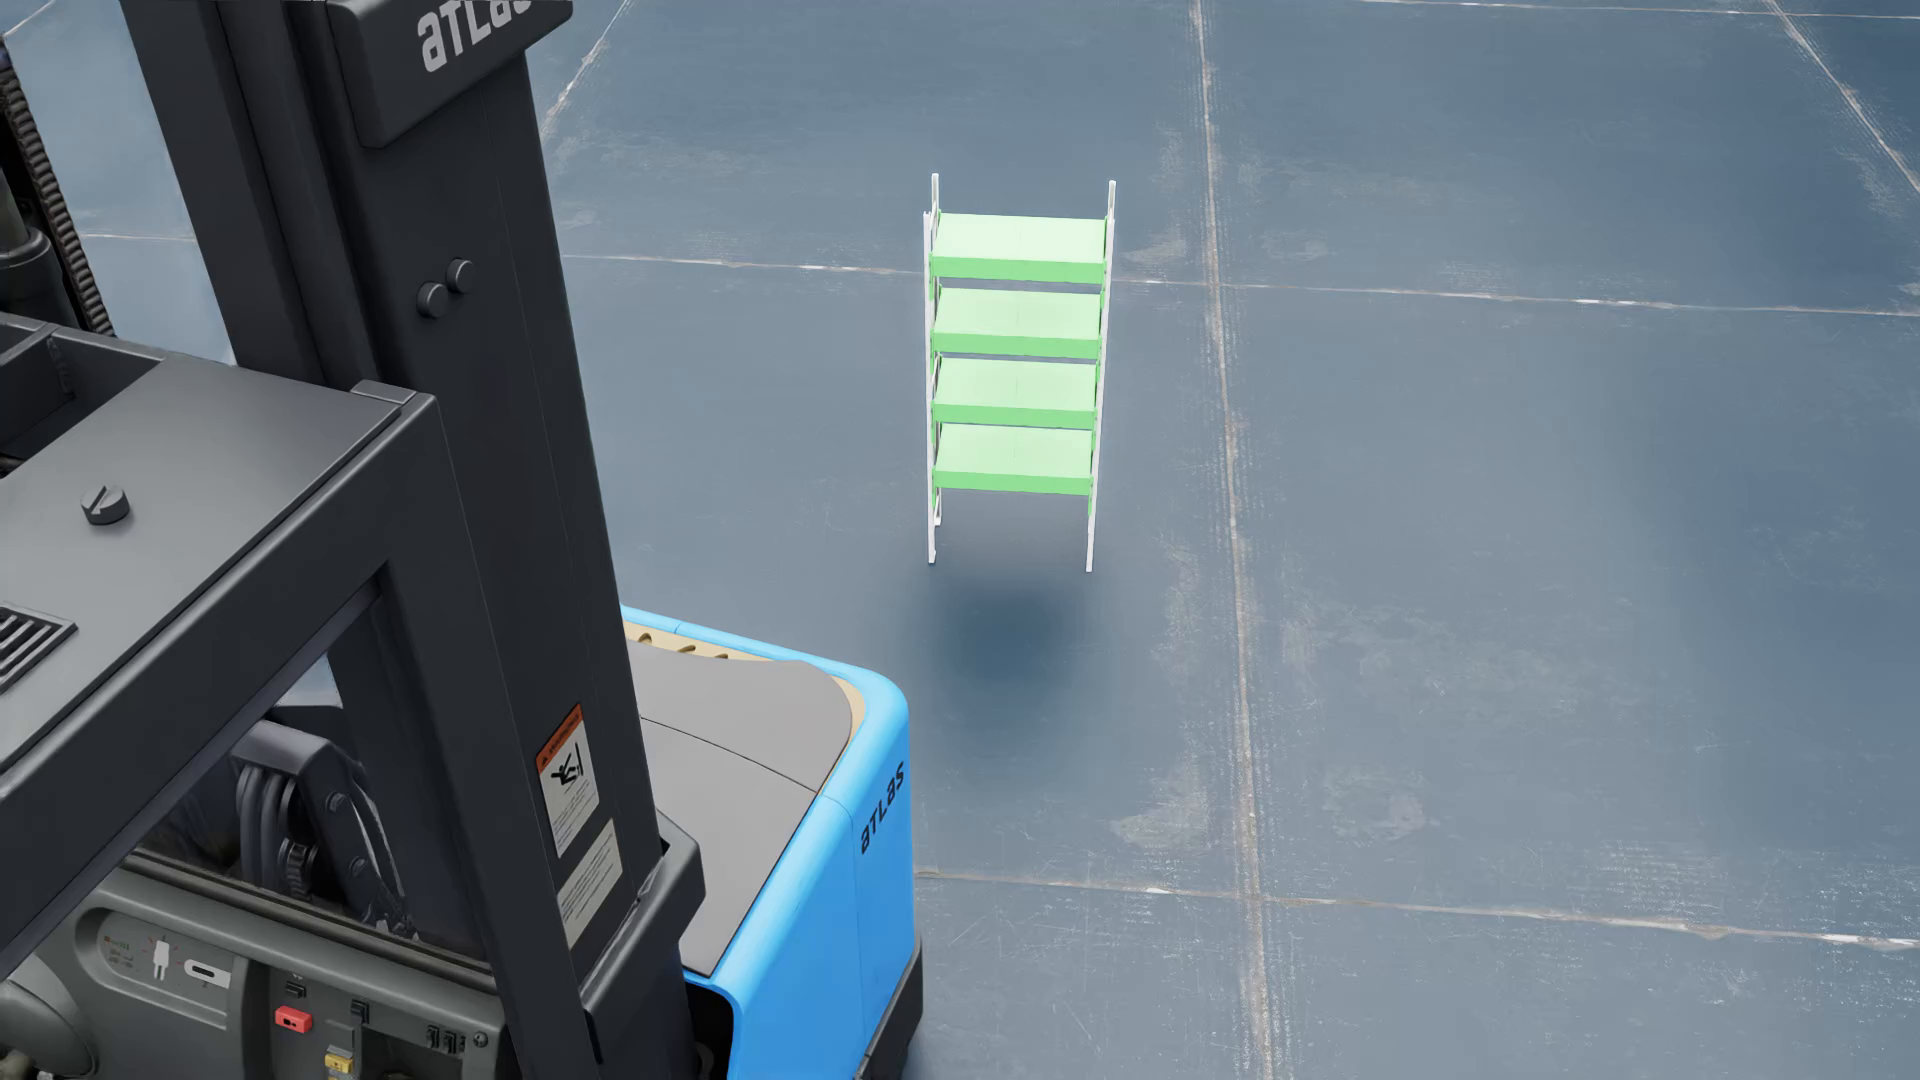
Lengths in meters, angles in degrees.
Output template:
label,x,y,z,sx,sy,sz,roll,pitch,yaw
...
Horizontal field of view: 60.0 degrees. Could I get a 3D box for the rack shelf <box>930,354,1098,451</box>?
label,x,y,z,sx,sy,sz,roll,pitch,yaw
rack shelf,0.165,-0.407,4.900,0.480,0.148,0.258,3,39,4

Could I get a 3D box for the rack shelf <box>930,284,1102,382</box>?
label,x,y,z,sx,sy,sz,roll,pitch,yaw
rack shelf,0.165,-0.593,4.749,0.480,0.148,0.258,3,39,4

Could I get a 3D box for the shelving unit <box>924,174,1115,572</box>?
label,x,y,z,sx,sy,sz,roll,pitch,yaw
shelving unit,0.165,-0.456,4.860,0.503,1.200,0.258,3,39,4

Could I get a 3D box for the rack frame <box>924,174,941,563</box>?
label,x,y,z,sx,sy,sz,roll,pitch,yaw
rack frame,-0.078,-0.470,4.876,0.015,1.200,0.240,3,39,4

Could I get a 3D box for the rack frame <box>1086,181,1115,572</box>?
label,x,y,z,sx,sy,sz,roll,pitch,yaw
rack frame,0.408,-0.443,4.844,0.015,1.200,0.240,3,39,4

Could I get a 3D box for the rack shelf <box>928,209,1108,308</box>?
label,x,y,z,sx,sy,sz,roll,pitch,yaw
rack shelf,0.165,-0.779,4.597,0.480,0.148,0.258,3,39,4

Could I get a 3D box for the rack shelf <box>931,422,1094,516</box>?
label,x,y,z,sx,sy,sz,roll,pitch,yaw
rack shelf,0.165,-0.221,5.052,0.480,0.148,0.258,3,39,4

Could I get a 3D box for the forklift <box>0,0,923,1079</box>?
label,x,y,z,sx,sy,sz,roll,pitch,yaw
forklift,-1.075,0.731,2.031,1.130,2.935,3.031,13,41,16
